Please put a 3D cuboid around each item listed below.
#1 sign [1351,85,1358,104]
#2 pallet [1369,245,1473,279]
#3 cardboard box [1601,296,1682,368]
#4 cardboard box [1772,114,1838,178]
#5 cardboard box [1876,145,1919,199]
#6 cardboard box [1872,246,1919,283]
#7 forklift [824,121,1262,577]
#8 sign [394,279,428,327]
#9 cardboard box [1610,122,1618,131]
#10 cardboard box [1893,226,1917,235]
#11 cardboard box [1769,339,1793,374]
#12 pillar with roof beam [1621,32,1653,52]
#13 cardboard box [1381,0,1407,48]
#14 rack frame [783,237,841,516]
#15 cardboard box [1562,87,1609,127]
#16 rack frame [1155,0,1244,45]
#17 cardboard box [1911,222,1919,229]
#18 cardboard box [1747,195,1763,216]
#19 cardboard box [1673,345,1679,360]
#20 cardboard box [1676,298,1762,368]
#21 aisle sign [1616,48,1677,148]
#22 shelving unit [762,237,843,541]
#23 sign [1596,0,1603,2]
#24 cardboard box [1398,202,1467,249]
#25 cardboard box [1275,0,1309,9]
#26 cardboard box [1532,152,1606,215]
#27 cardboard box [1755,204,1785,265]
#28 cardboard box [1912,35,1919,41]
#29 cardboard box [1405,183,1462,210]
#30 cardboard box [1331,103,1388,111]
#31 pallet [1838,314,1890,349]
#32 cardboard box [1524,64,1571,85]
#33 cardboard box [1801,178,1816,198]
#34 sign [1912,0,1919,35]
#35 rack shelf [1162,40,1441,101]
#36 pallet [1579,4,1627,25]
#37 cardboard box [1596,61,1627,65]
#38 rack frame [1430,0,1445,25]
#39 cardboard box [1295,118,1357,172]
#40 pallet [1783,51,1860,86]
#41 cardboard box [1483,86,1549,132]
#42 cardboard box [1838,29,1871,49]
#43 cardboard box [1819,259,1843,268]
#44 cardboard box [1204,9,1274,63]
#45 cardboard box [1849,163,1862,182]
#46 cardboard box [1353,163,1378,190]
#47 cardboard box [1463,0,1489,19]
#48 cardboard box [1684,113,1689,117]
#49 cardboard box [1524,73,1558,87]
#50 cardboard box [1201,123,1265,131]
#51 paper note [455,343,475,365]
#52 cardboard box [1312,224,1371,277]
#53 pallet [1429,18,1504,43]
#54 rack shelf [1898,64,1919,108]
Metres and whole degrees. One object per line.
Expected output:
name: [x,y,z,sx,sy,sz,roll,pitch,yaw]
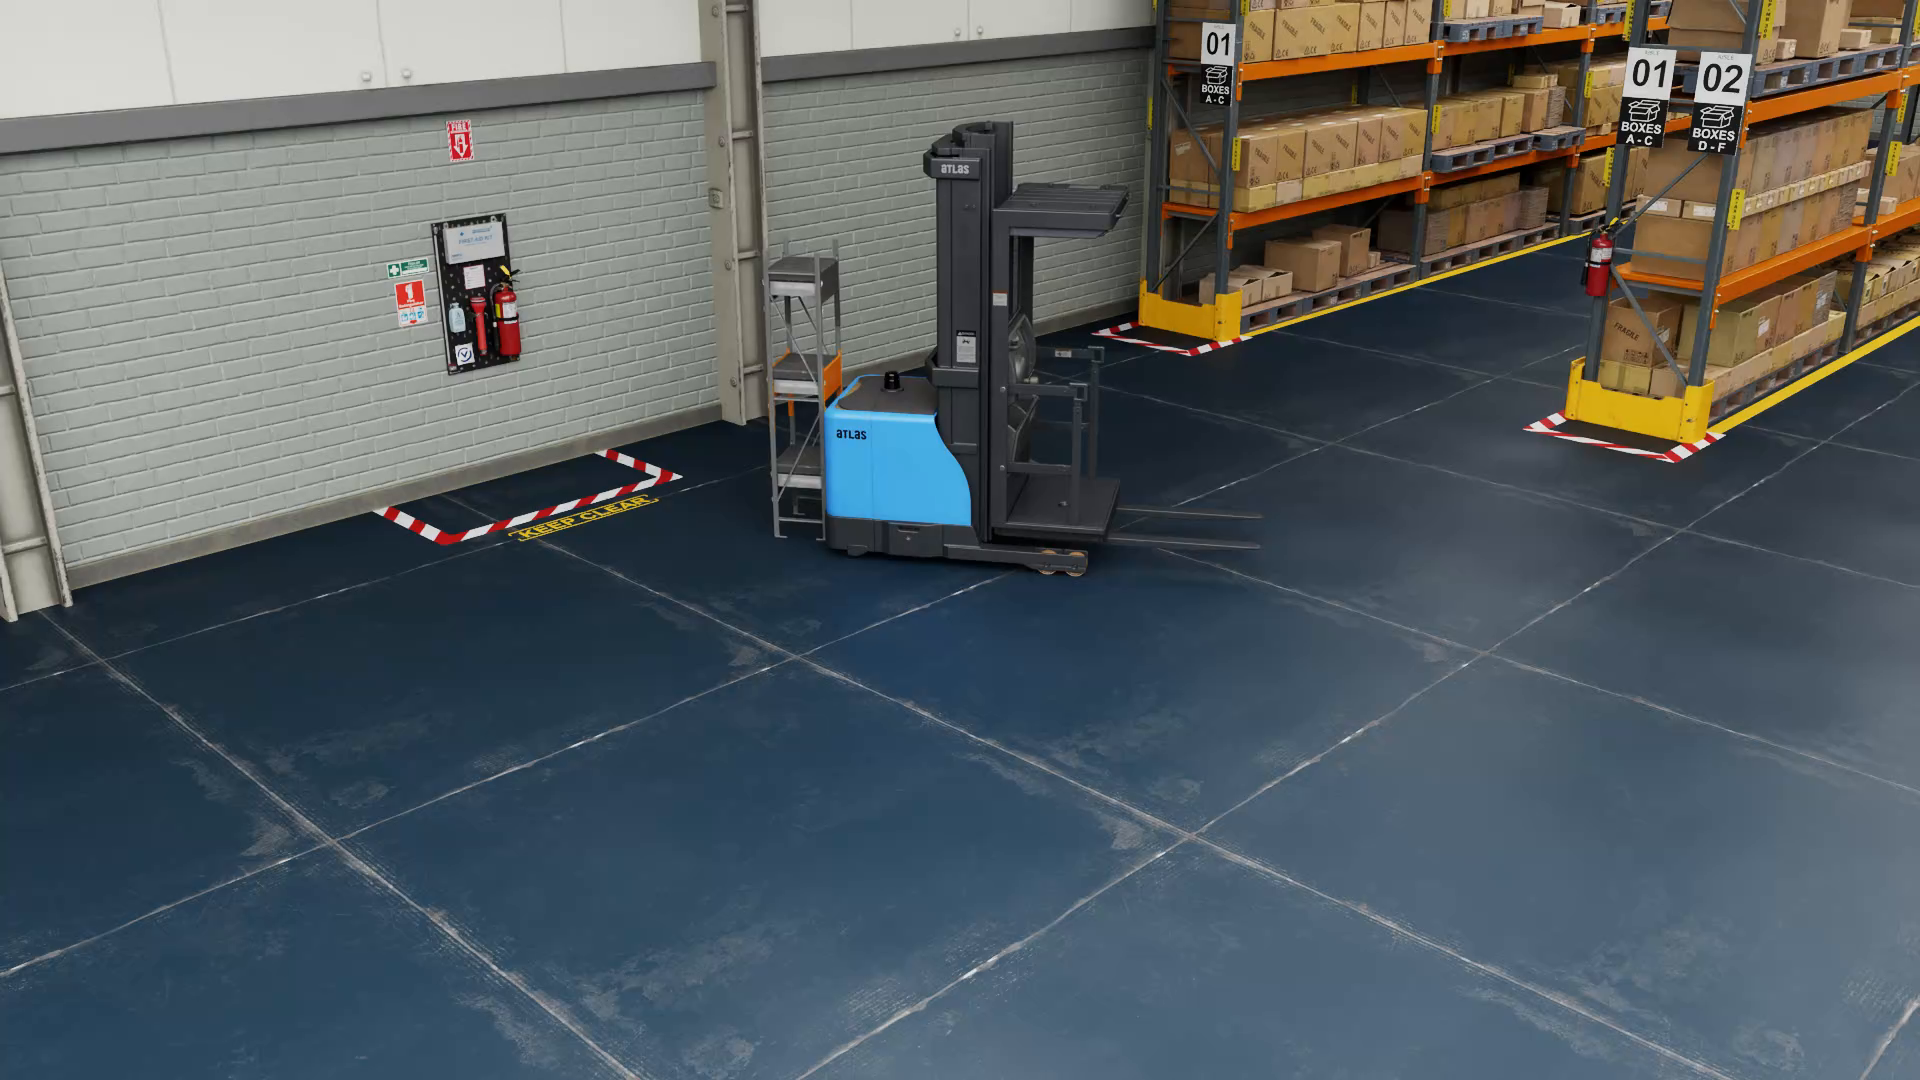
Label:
sign: [4.803,-5.355,20.212,0.100,0.325,0.005,19,28,41]
pallet: [5.745,-3.576,21.083,1.003,0.211,1.213,19,28,41]
cardboard box: [6.125,-1.885,14.999,0.500,0.500,0.500,19,28,41]
cardboard box: [7.748,-3.716,15.613,0.700,0.500,0.500,19,28,41]
cardboard box: [10.386,-4.077,18.362,0.500,0.500,0.500,17,27,38]
cardboard box: [10.293,-3.052,18.298,0.500,0.311,0.500,-19,28,-41]
forklift: [0.616,-1.325,11.436,3.031,2.935,1.130,4,21,10]
sign: [-4.116,-1.777,12.468,0.001,0.329,0.234,19,28,41]
cardboard box: [9.079,-5.898,23.560,0.250,0.149,0.380,-19,28,-41]
cardboard box: [10.969,-3.579,19.671,0.500,0.311,0.500,-19,28,-40]
cardboard box: [7.545,-1.790,15.797,0.500,0.250,0.500,19,28,41]
pillar with roof beam: [13.737,-8.852,22.563,9.100,9.000,0.400,19,28,41]
cardboard box: [4.666,-5.814,18.673,0.500,0.500,0.500,16,26,36]
rack frame: [-1.061,-1.160,12.165,0.400,2.100,0.015,4,21,10]
cardboard box: [8.515,-5.961,22.820,0.500,0.500,0.500,-19,28,-40]
rack frame: [2.412,-6.449,16.310,1.000,3.000,0.127,19,28,41]
cardboard box: [12.029,-3.804,20.661,0.500,0.500,0.500,-19,28,-40]
cardboard box: [6.749,-2.938,14.495,0.380,0.149,0.250,19,28,41]
cardboard box: [6.467,-1.666,15.474,0.500,0.250,0.500,19,28,41]
cardboard box: [6.845,-1.883,14.996,0.500,0.500,0.500,19,28,41]
aisle sign: [5.708,-3.680,13.844,0.394,0.787,0.004,19,28,41]
shelving unit: [-1.107,-1.074,11.941,0.431,2.100,0.503,4,21,10]
sign: [8.381,-7.210,21.751,0.100,0.325,0.005,19,28,41]
cardboard box: [6.029,-4.054,21.312,0.700,0.500,0.500,19,28,40]
cardboard box: [3.241,-5.726,17.049,0.500,0.500,0.500,19,28,40]
cardboard box: [8.600,-5.054,23.453,0.750,0.750,0.750,19,28,40]
cardboard box: [7.012,-2.835,15.131,0.700,0.500,0.500,19,28,41]
cardboard box: [9.573,-5.262,17.026,0.500,0.250,0.500,16,26,36]
cardboard box: [6.009,-4.373,21.096,0.500,0.250,0.500,19,28,40]
cardboard box: [4.725,-4.898,19.772,0.500,0.500,0.500,18,28,39]
pallet: [9.241,-2.335,17.856,1.003,0.211,1.213,19,28,41]
cardboard box: [8.124,-6.431,22.999,0.500,0.250,0.500,-19,28,-41]
cardboard box: [7.648,-3.269,15.355,0.250,0.149,0.380,-19,28,-40]
sign: [9.153,-4.978,15.832,0.100,0.325,0.005,19,28,41]
rack shelf: [3.808,-5.227,18.314,1.077,0.370,4.000,19,28,41]
pallet: [8.404,-7.196,22.697,1.003,0.211,1.213,-19,28,-40]
cardboard box: [9.215,-6.570,23.359,0.500,0.250,0.500,20,28,41]
rack frame: [5.203,-7.477,18.985,1.000,3.000,0.127,19,28,41]
cardboard box: [4.029,-4.377,18.417,0.500,0.500,0.500,-19,28,-40]
pallet: [7.327,-4.259,14.916,1.003,0.211,1.213,19,28,41]
cardboard box: [7.302,-5.683,21.927,0.700,0.500,0.500,16,26,36]
cardboard box: [8.109,-4.604,15.260,0.380,0.149,0.250,19,28,41]
cardboard box: [9.190,-2.923,17.965,0.500,0.311,0.500,-19,28,-41]
cardboard box: [2.825,-5.128,16.887,0.500,0.500,0.500,-19,28,-41]
cardboard box: [8.545,-3.601,16.218,0.380,0.149,0.250,19,28,40]
cardboard box: [4.396,-4.159,18.896,0.500,0.250,0.500,19,28,40]
cardboard box: [6.071,-6.510,20.189,0.500,0.311,0.500,-19,28,-40]
cardboard box: [10.751,-6.467,25.042,0.380,0.149,0.250,20,28,41]
cardboard box: [7.774,-6.164,22.273,0.380,0.149,0.250,15,26,34]
cardboard box: [2.947,-4.239,18.059,0.500,0.500,0.500,-20,29,-41]
paper note: [-3.829,-1.438,12.861,0.016,0.148,0.142,19,28,41]
cardboard box: [4.507,-3.438,19.710,0.500,0.500,0.500,17,27,37]
pallet: [5.710,-6.121,19.900,1.213,0.211,1.003,19,28,41]
rack shelf: [10.150,-5.016,17.766,1.077,0.370,4.000,19,28,41]
